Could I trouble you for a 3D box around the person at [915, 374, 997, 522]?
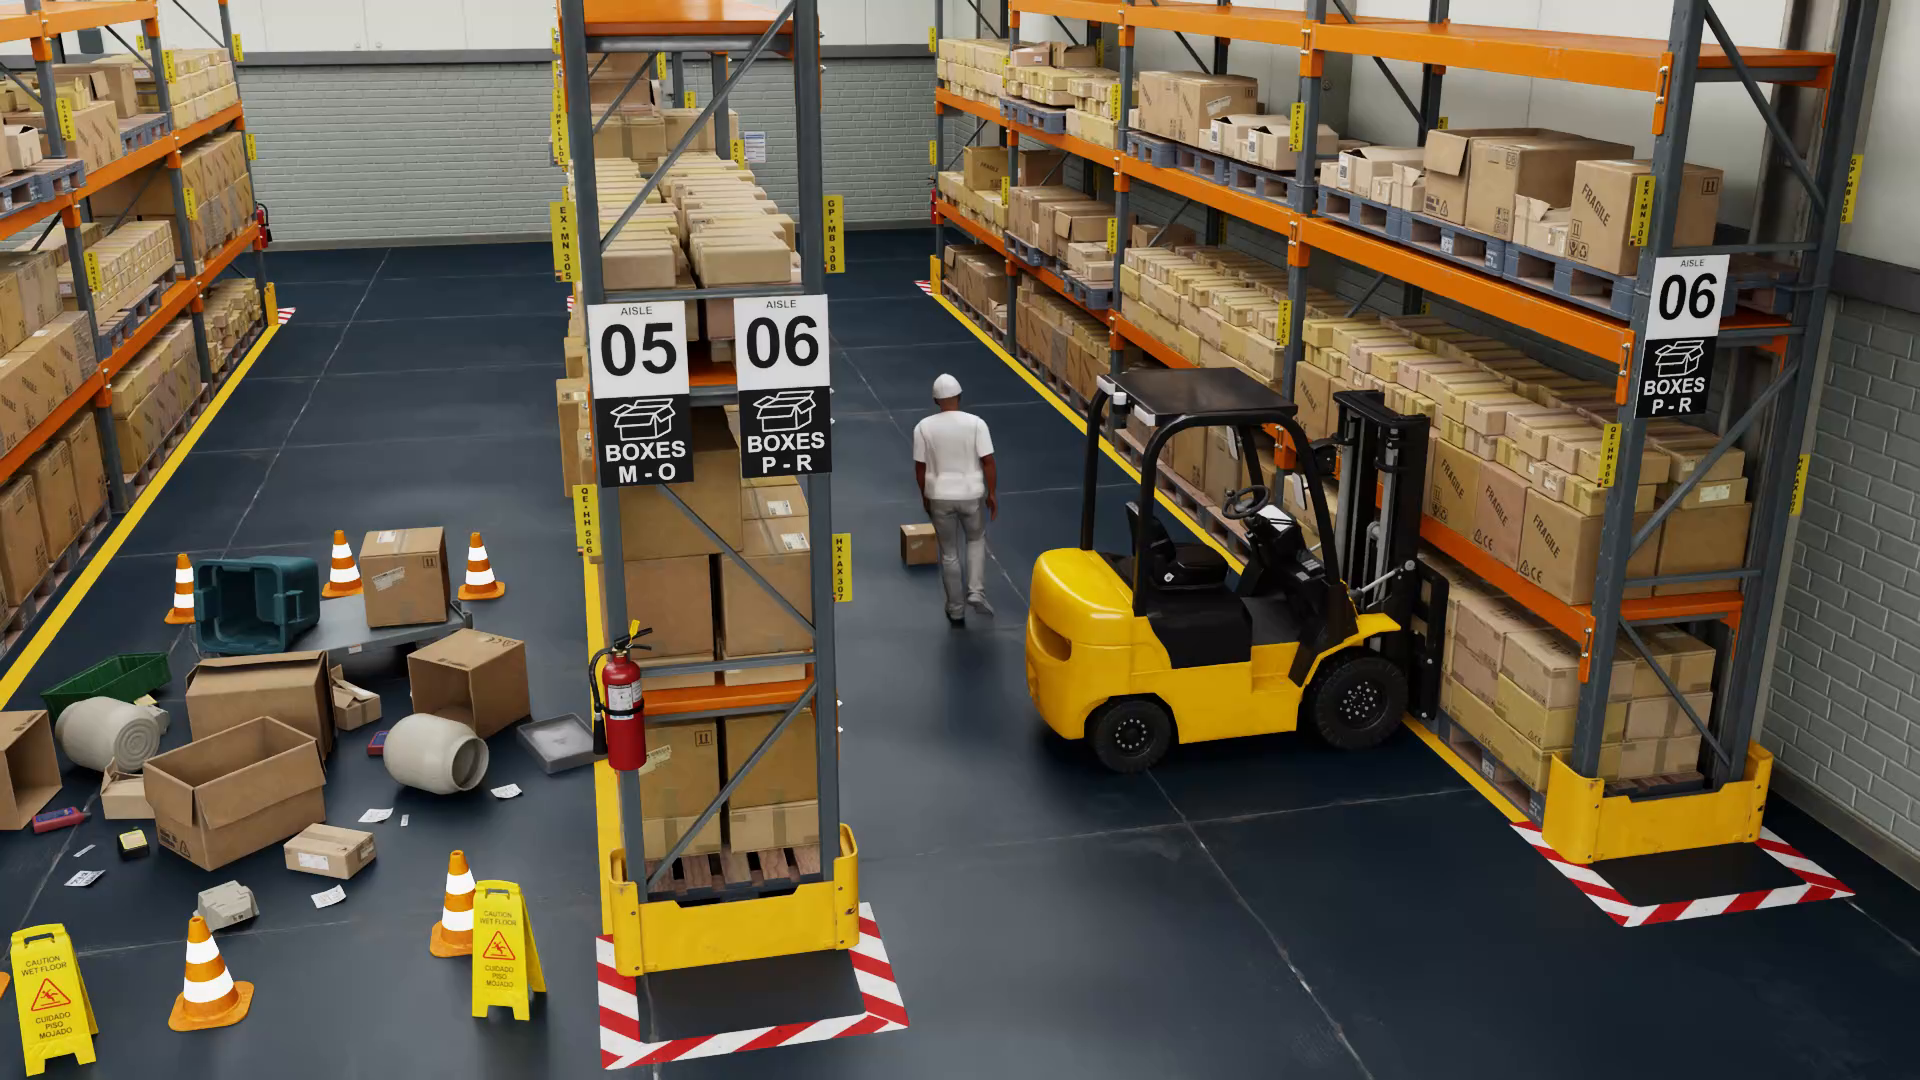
[{"bbox_3d":[-0.033,-0.637,11.769,0.583,1.065,0.442,-1,20,-3],"label":"person"}]
